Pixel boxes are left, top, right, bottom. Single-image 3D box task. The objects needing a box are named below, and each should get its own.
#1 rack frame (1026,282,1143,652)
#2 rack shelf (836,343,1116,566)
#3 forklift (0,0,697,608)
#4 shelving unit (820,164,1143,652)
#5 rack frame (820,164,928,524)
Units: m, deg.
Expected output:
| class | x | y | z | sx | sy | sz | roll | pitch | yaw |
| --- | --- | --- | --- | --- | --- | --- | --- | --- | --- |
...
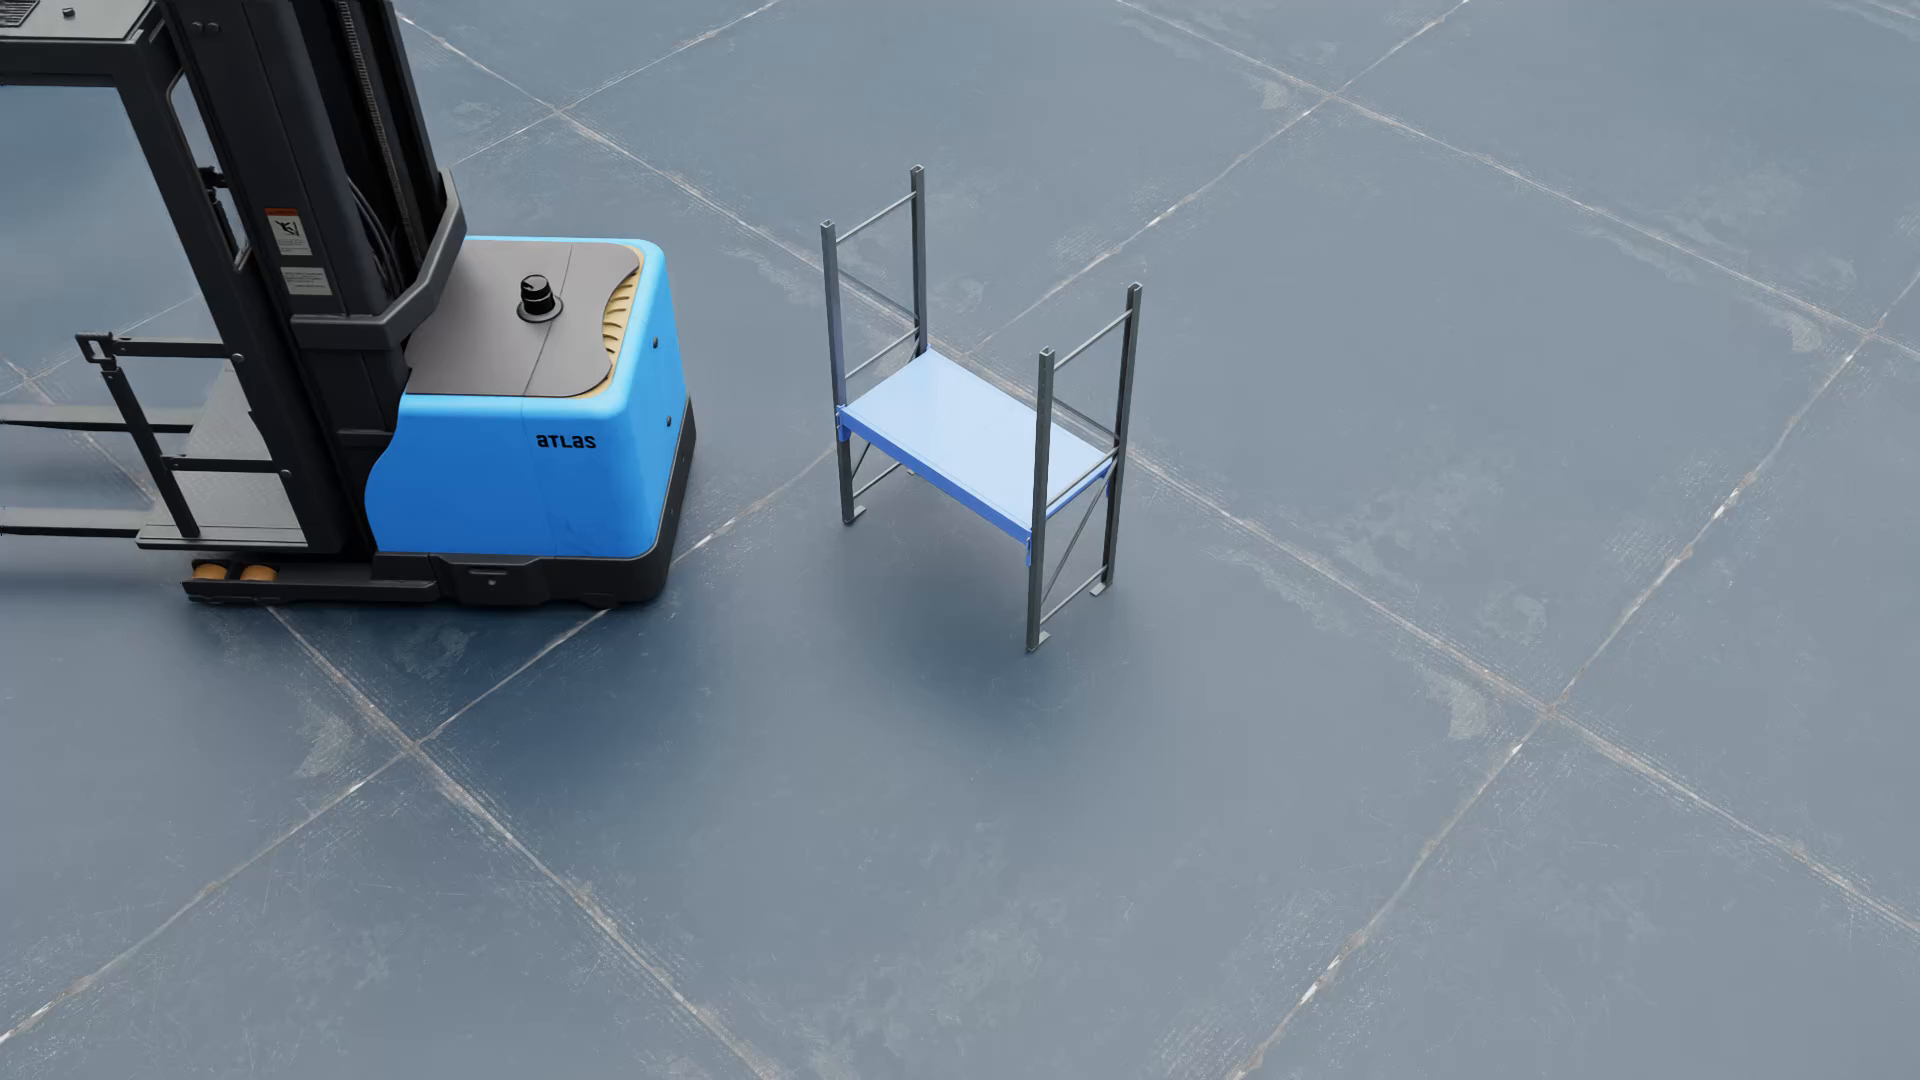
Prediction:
| class | x | y | z | sx | sy | sz | roll | pitch | yaw |
| --- | --- | --- | --- | --- | --- | --- | --- | --- | --- |
| rack frame | 0.436 | -0.220 | 6.036 | 0.032 | 1.500 | 0.500 | 34 | 55 | 28 |
| rack shelf | 0.063 | -0.348 | 6.403 | 1.000 | 0.185 | 0.538 | 34 | 55 | 28 |
| forklift | -2.667 | -1.130 | 5.909 | 3.031 | 2.935 | 1.130 | 1 | 47 | 1 |
| shelving unit | 0.063 | -0.471 | 6.272 | 1.048 | 1.500 | 0.538 | 34 | 55 | 28 |
| rack frame | -0.311 | -0.723 | 6.508 | 0.032 | 1.500 | 0.500 | 34 | 55 | 28 |
